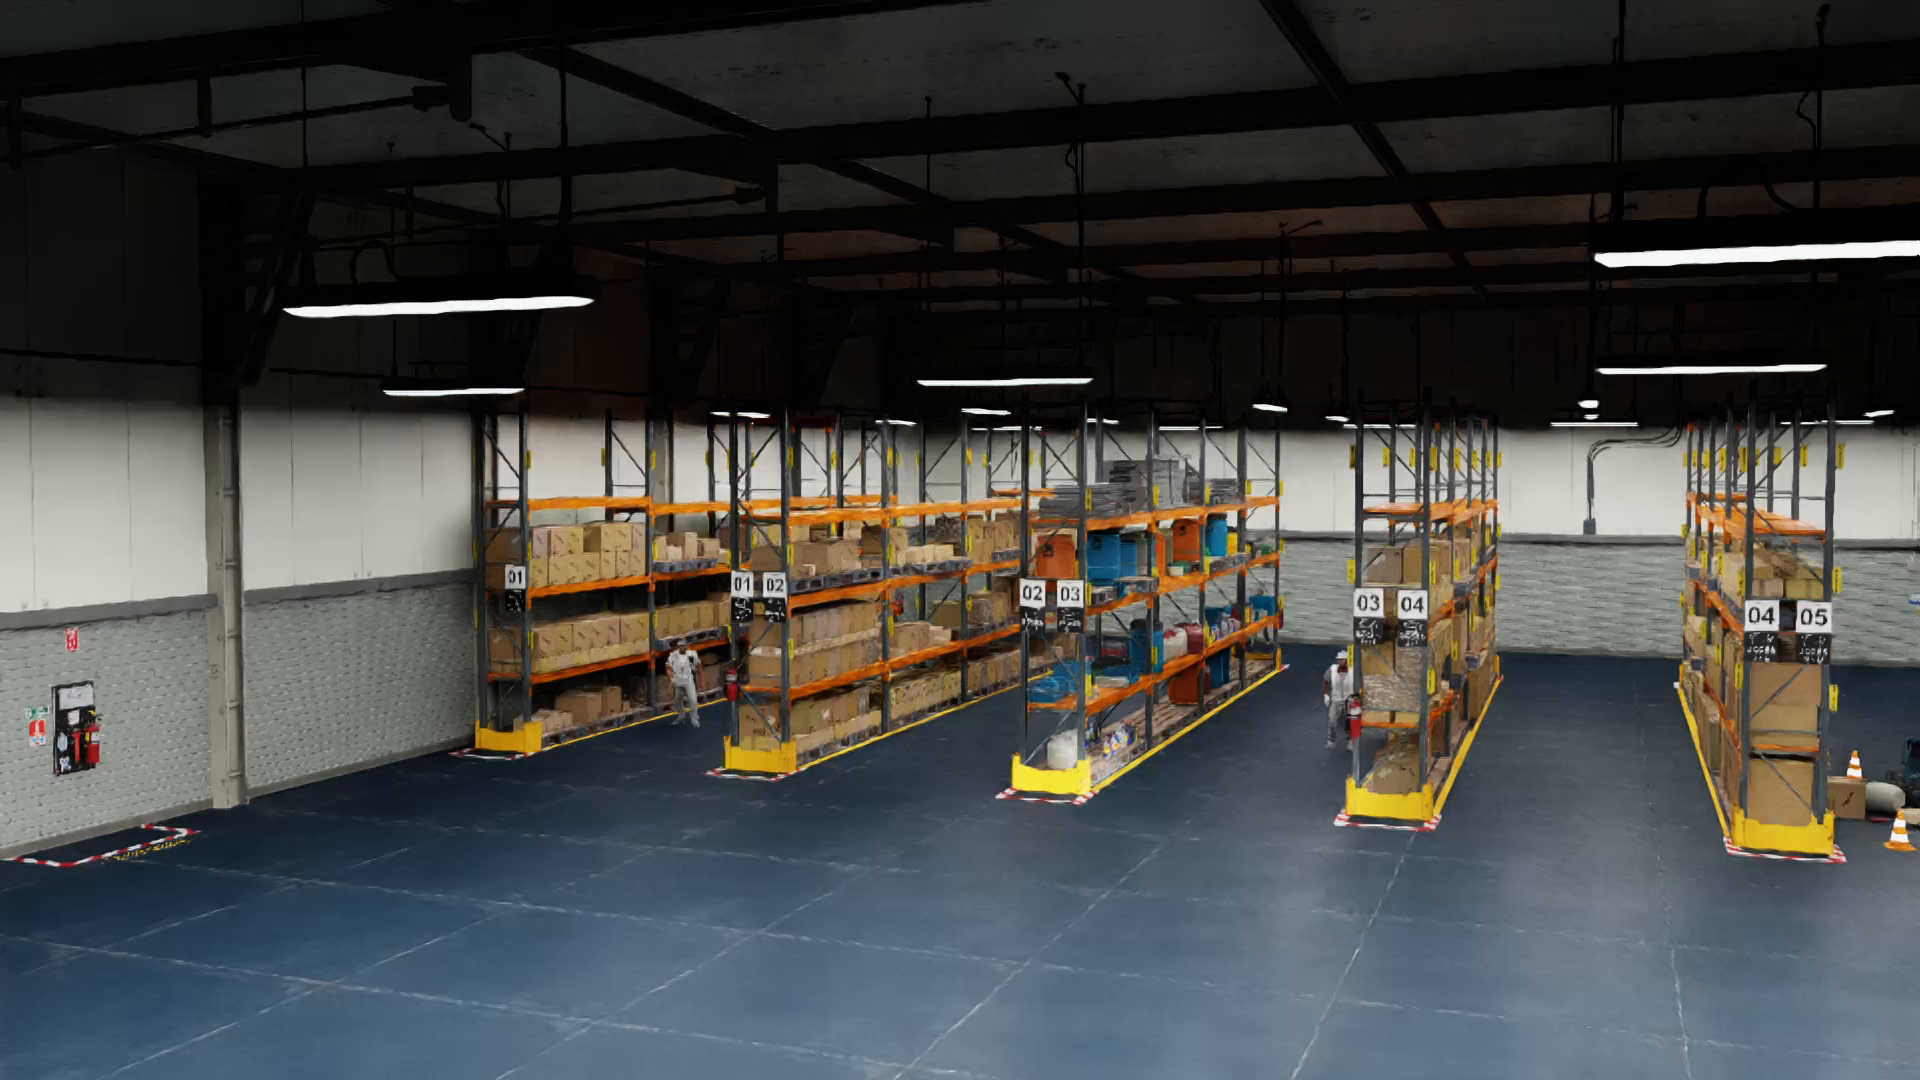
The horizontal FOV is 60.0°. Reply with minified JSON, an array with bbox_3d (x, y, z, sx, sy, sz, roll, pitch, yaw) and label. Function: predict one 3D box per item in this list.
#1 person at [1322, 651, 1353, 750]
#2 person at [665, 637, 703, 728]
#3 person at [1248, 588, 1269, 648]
[{"bbox_3d":[6.570,2.753,28.558,0.702,1.735,0.549,1,3,20],"label":"person"},{"bbox_3d":[-5.124,2.638,31.033,0.707,1.697,0.827,0,3,3],"label":"person"},{"bbox_3d":[7.969,2.060,44.076,0.449,1.558,1.083,1,3,24],"label":"person"}]
